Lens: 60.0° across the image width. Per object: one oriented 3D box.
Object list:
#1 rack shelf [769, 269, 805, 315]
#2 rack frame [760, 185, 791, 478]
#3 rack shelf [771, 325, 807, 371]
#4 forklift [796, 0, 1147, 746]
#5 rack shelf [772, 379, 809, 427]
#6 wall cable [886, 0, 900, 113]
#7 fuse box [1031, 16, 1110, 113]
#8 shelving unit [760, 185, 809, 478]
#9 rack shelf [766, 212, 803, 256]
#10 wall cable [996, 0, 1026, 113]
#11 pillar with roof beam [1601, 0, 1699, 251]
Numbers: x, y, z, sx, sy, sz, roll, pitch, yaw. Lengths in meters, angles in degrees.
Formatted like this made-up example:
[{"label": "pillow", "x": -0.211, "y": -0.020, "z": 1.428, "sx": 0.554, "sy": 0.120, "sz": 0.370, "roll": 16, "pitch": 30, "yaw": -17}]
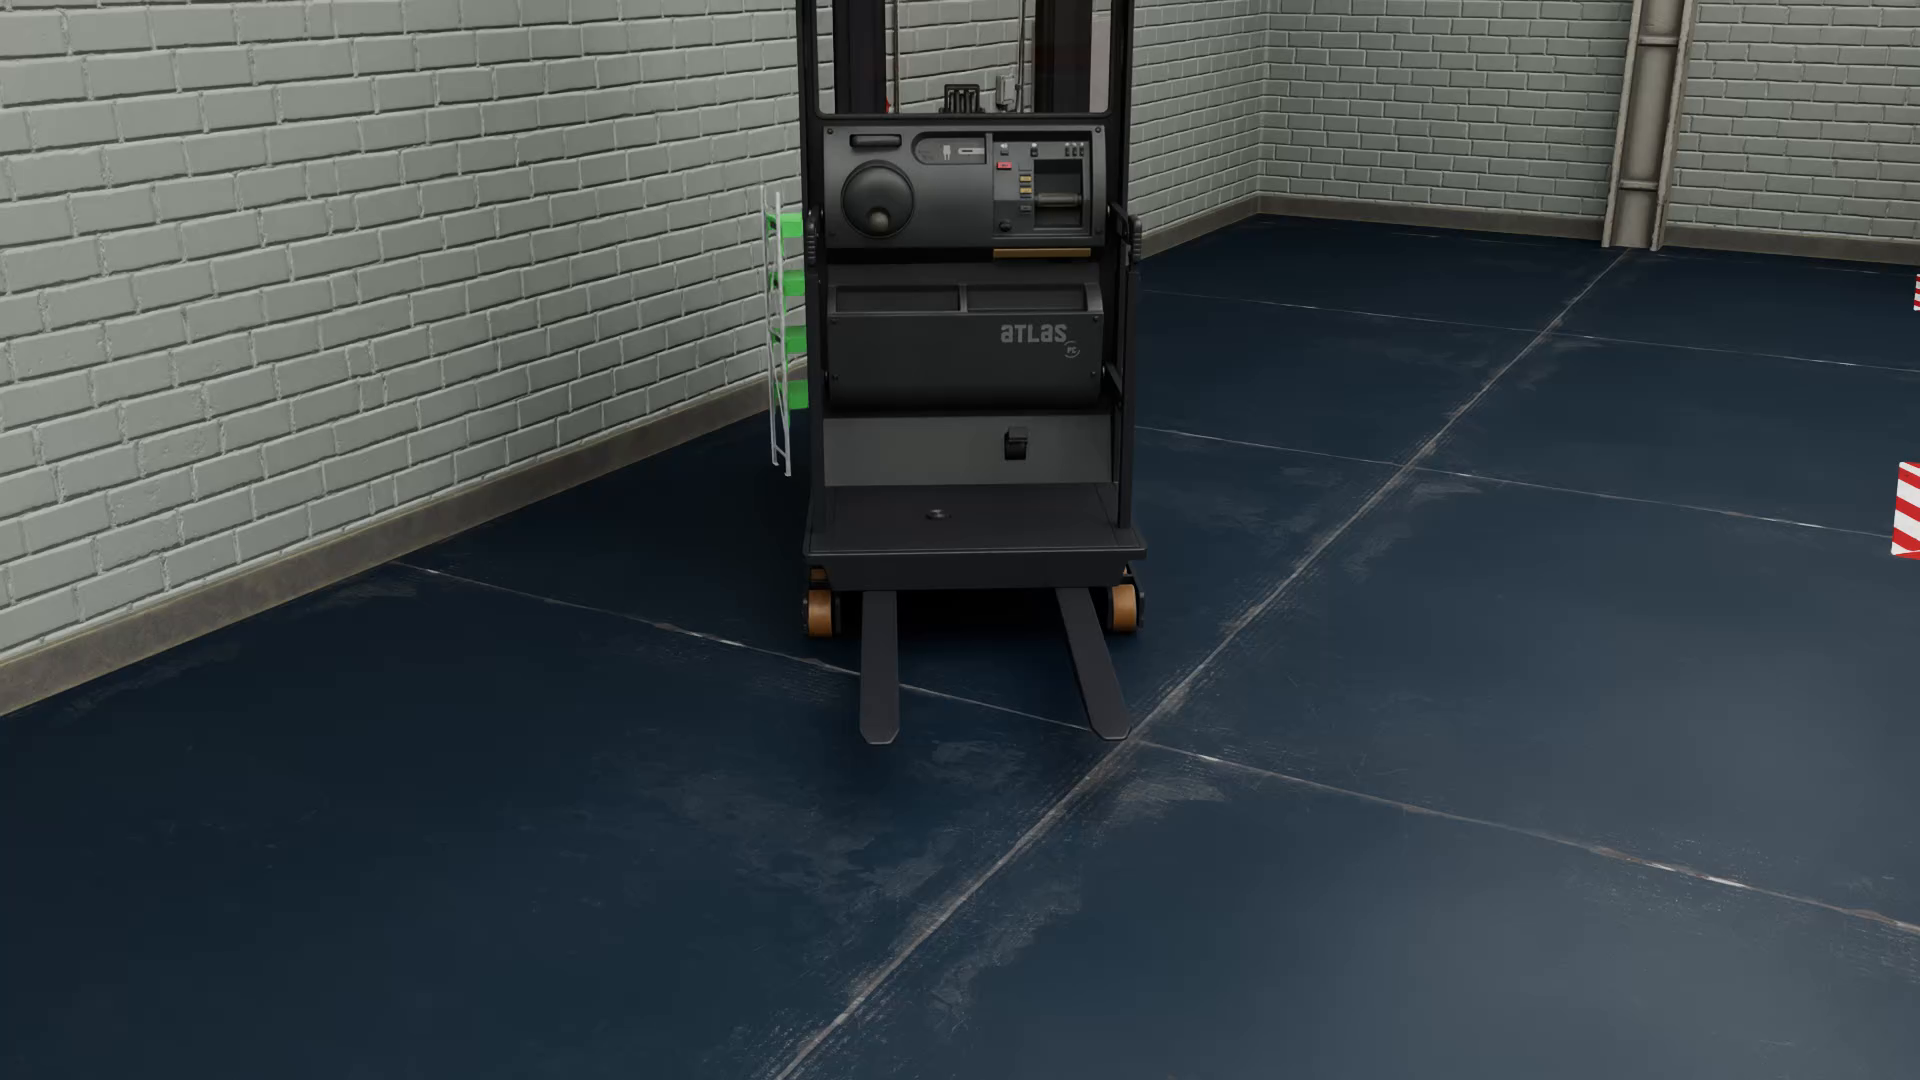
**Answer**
[{"label": "rack shelf", "x": -0.550, "y": -1.067, "z": 7.025, "sx": 0.480, "sy": 0.148, "sz": 0.258, "roll": -8, "pitch": 21, "yaw": -20}, {"label": "rack frame", "x": -0.775, "y": -0.870, "z": 6.997, "sx": 0.015, "sy": 1.200, "sz": 0.240, "roll": -8, "pitch": 21, "yaw": -20}, {"label": "rack shelf", "x": -0.548, "y": -0.840, "z": 7.104, "sx": 0.480, "sy": 0.148, "sz": 0.258, "roll": -8, "pitch": 21, "yaw": -20}, {"label": "forklift", "x": 0.028, "y": -1.166, "z": 5.281, "sx": 1.130, "sy": 2.935, "sz": 3.031, "roll": -1, "pitch": 20, "yaw": -2}, {"label": "rack shelf", "x": -0.547, "y": -0.614, "z": 7.183, "sx": 0.480, "sy": 0.148, "sz": 0.258, "roll": -8, "pitch": 21, "yaw": -20}, {"label": "wall cable", "x": -0.412, "y": -2.839, "z": 8.258, "sx": 0.123, "sy": 1.953, "sz": 0.585, "roll": 11, "pitch": 23, "yaw": 27}, {"label": "fuse box", "x": 0.740, "y": -2.343, "z": 10.314, "sx": 0.414, "sy": 1.711, "sz": 0.539, "roll": 11, "pitch": 23, "yaw": 27}, {"label": "shelving unit", "x": -0.549, "y": -0.901, "z": 7.083, "sx": 0.503, "sy": 1.200, "sz": 0.258, "roll": -8, "pitch": 21, "yaw": -20}, {"label": "rack shelf", "x": -0.551, "y": -1.294, "z": 6.946, "sx": 0.480, "sy": 0.148, "sz": 0.258, "roll": -8, "pitch": 21, "yaw": -20}, {"label": "wall cable", "x": 0.269, "y": -3.249, "z": 9.433, "sx": 0.122, "sy": 1.984, "sz": 0.588, "roll": 11, "pitch": 23, "yaw": 27}, {"label": "pillar with roof beam", "x": 2.926, "y": -5.150, "z": 7.366, "sx": 0.400, "sy": 9.000, "sz": 9.100, "roll": 11, "pitch": 23, "yaw": 27}]
